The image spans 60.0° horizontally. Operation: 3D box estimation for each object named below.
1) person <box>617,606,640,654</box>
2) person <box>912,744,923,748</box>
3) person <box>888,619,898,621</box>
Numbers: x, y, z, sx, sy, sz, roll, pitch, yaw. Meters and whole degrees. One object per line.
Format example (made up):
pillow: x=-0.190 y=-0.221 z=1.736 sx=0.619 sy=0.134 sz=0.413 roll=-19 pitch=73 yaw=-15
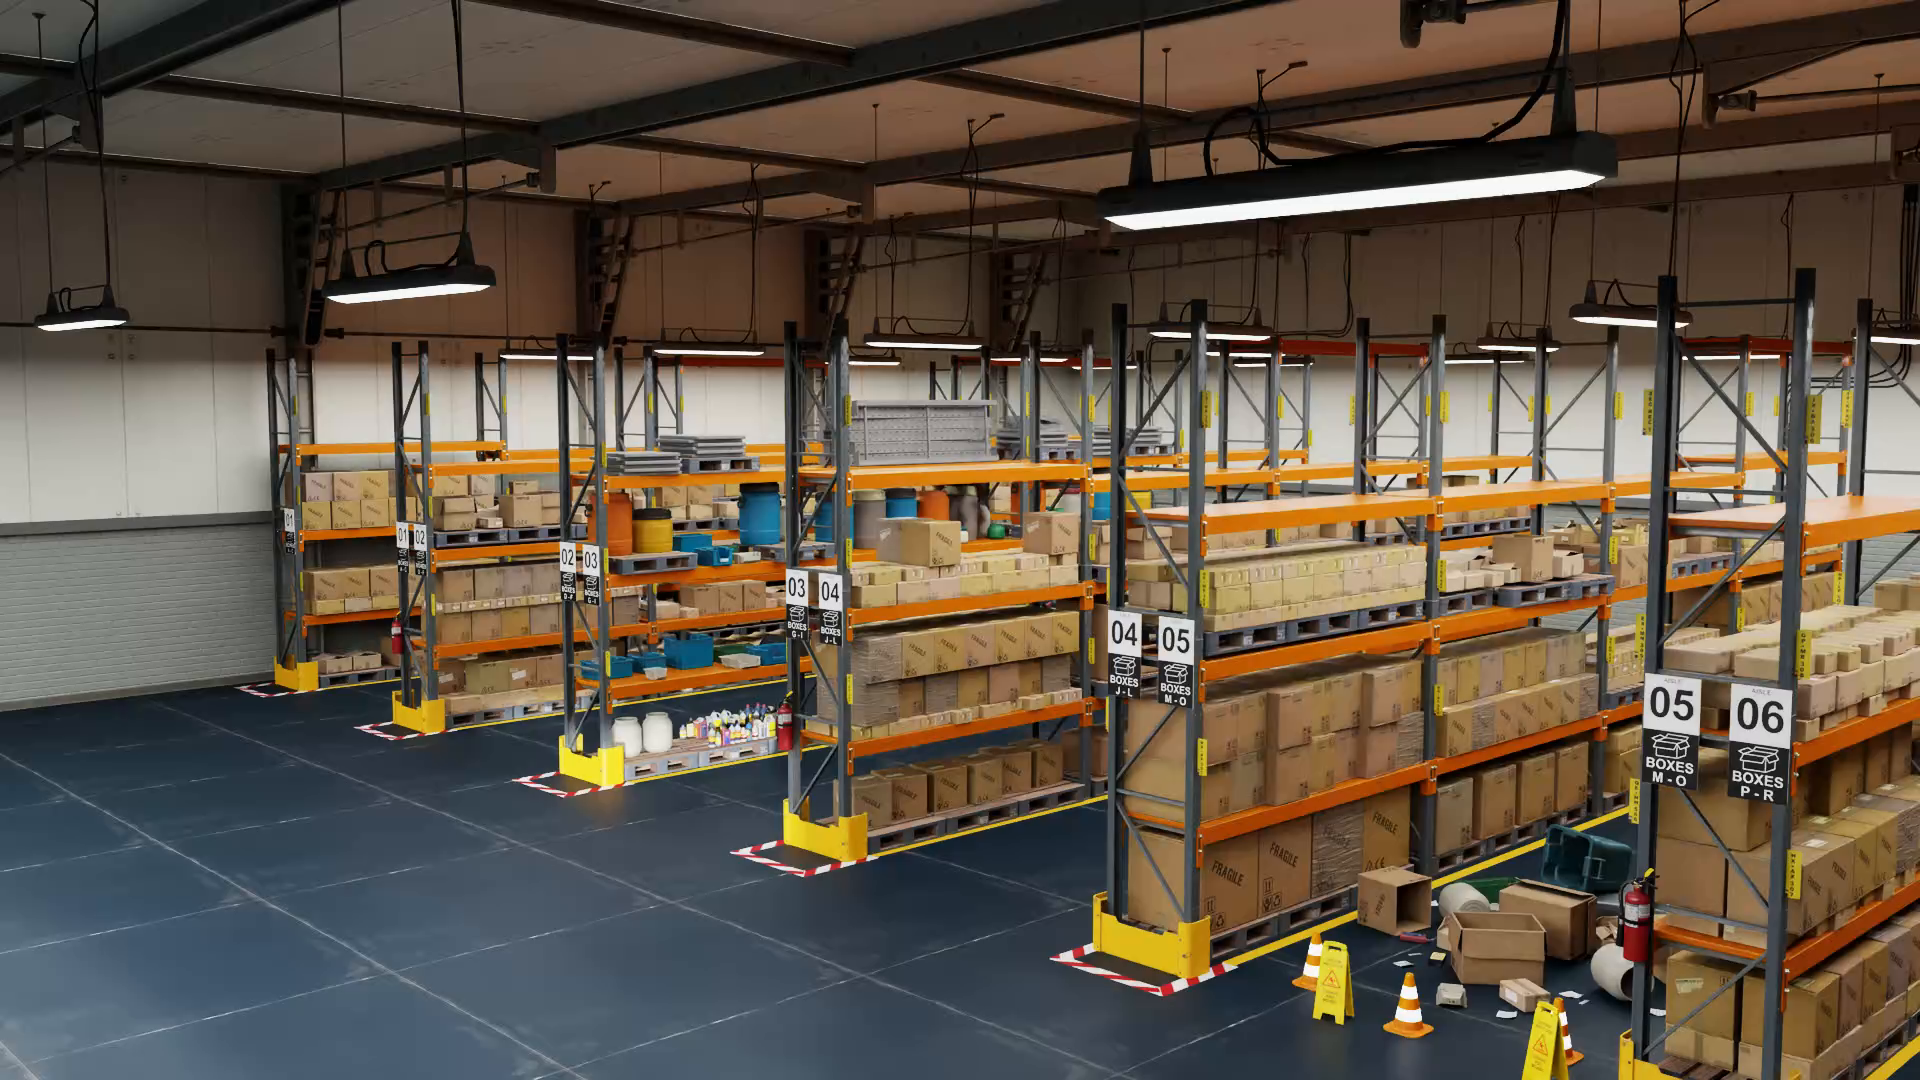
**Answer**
person: x=-6.275 y=1.652 z=31.504 sx=0.591 sy=1.613 sz=0.652 roll=3 pitch=6 yaw=29
person: x=-0.499 y=2.325 z=24.472 sx=0.653 sy=1.423 sz=0.692 roll=-3 pitch=6 yaw=-28
person: x=-1.114 y=1.712 z=29.659 sx=0.670 sy=1.791 sz=0.711 roll=4 pitch=6 yaw=37
